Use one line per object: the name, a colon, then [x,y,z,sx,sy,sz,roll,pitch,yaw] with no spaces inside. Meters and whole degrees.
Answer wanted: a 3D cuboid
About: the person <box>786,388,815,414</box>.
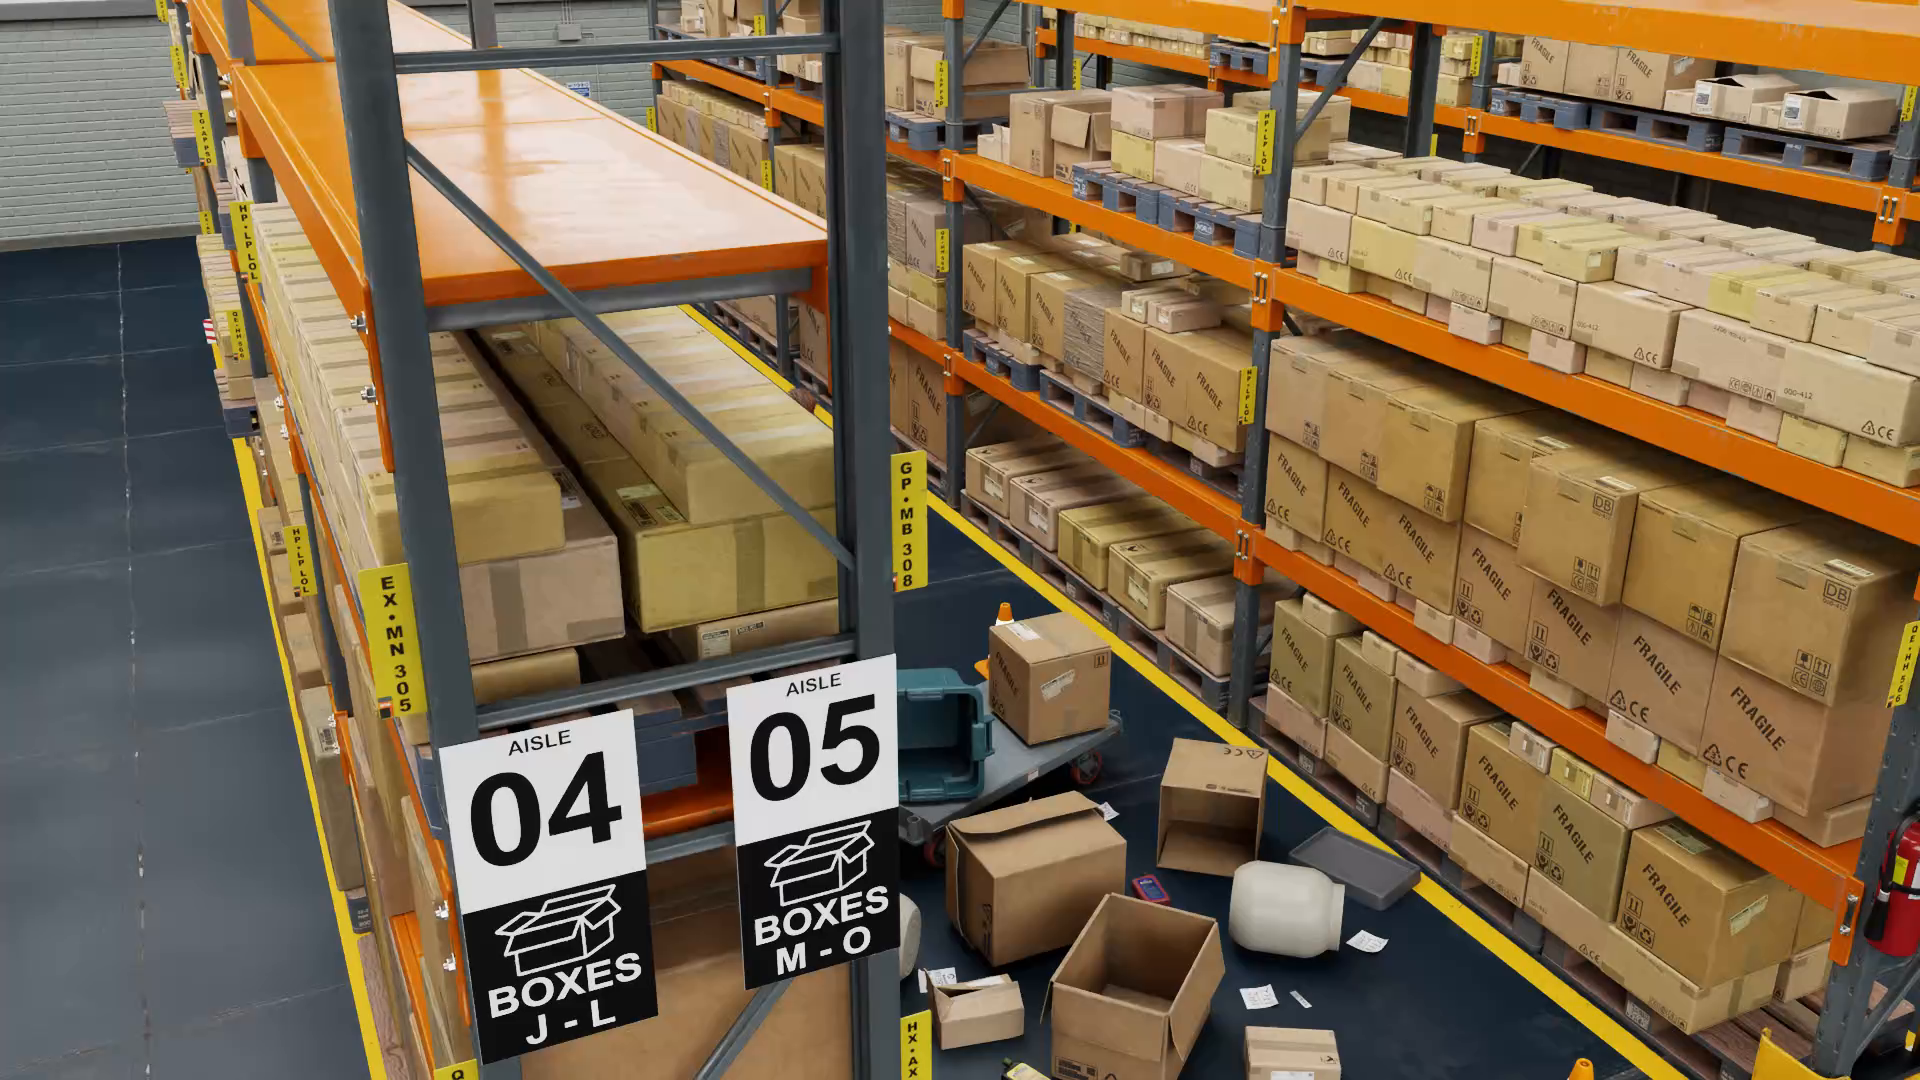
person: [-1.046,-0.231,11.125,0.537,1.588,0.449,11,25,24]
